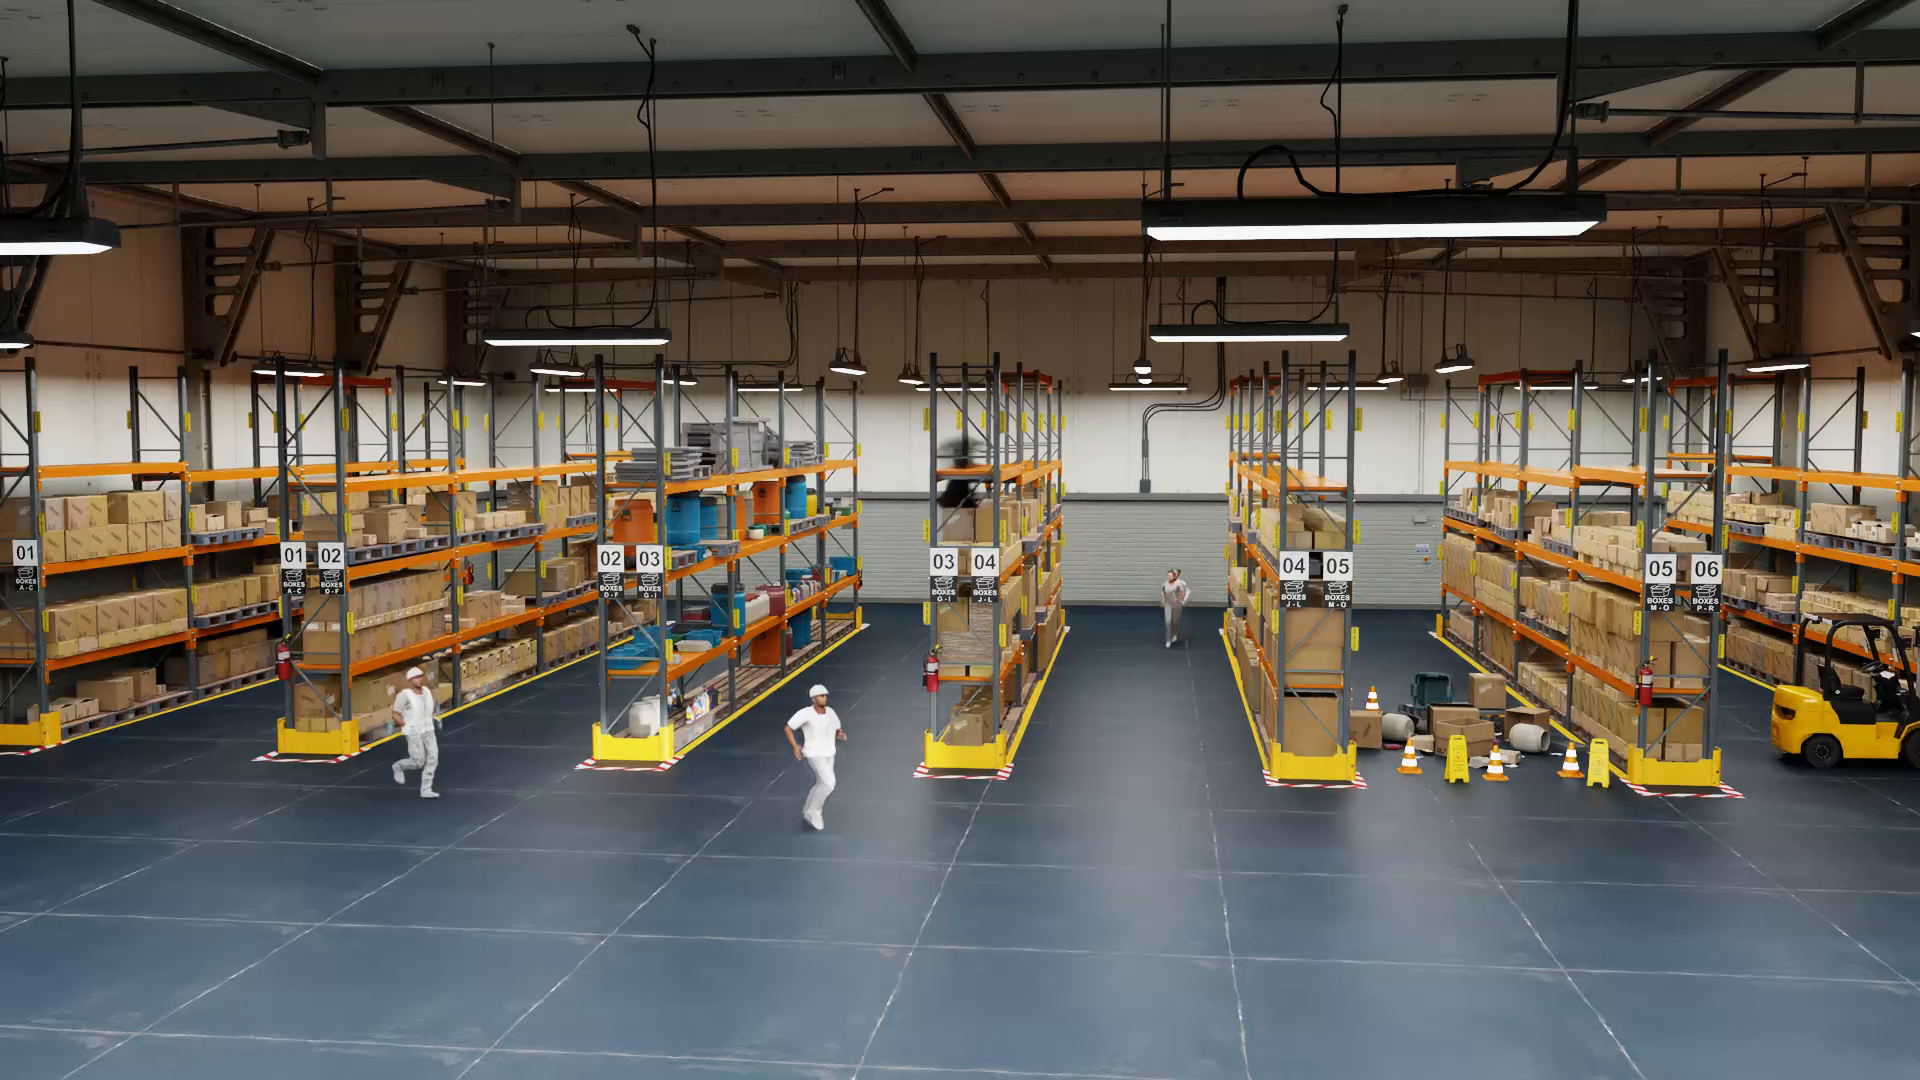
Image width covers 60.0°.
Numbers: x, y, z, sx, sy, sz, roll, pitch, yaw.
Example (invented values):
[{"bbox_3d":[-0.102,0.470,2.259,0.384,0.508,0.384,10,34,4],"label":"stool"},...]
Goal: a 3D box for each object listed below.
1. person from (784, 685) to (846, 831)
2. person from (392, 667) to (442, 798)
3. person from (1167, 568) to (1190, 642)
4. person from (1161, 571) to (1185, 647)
[{"bbox_3d":[-1.710,2.675,20.511,0.710,1.782,0.677,3,5,38],"label":"person"},{"bbox_3d":[-7.248,2.572,22.247,0.761,1.744,0.696,2,5,31],"label":"person"},{"bbox_3d":[4.967,1.473,38.234,0.645,1.686,0.667,1,4,18],"label":"person"},{"bbox_3d":[4.789,1.527,37.372,0.564,1.700,0.836,1,4,16],"label":"person"}]
